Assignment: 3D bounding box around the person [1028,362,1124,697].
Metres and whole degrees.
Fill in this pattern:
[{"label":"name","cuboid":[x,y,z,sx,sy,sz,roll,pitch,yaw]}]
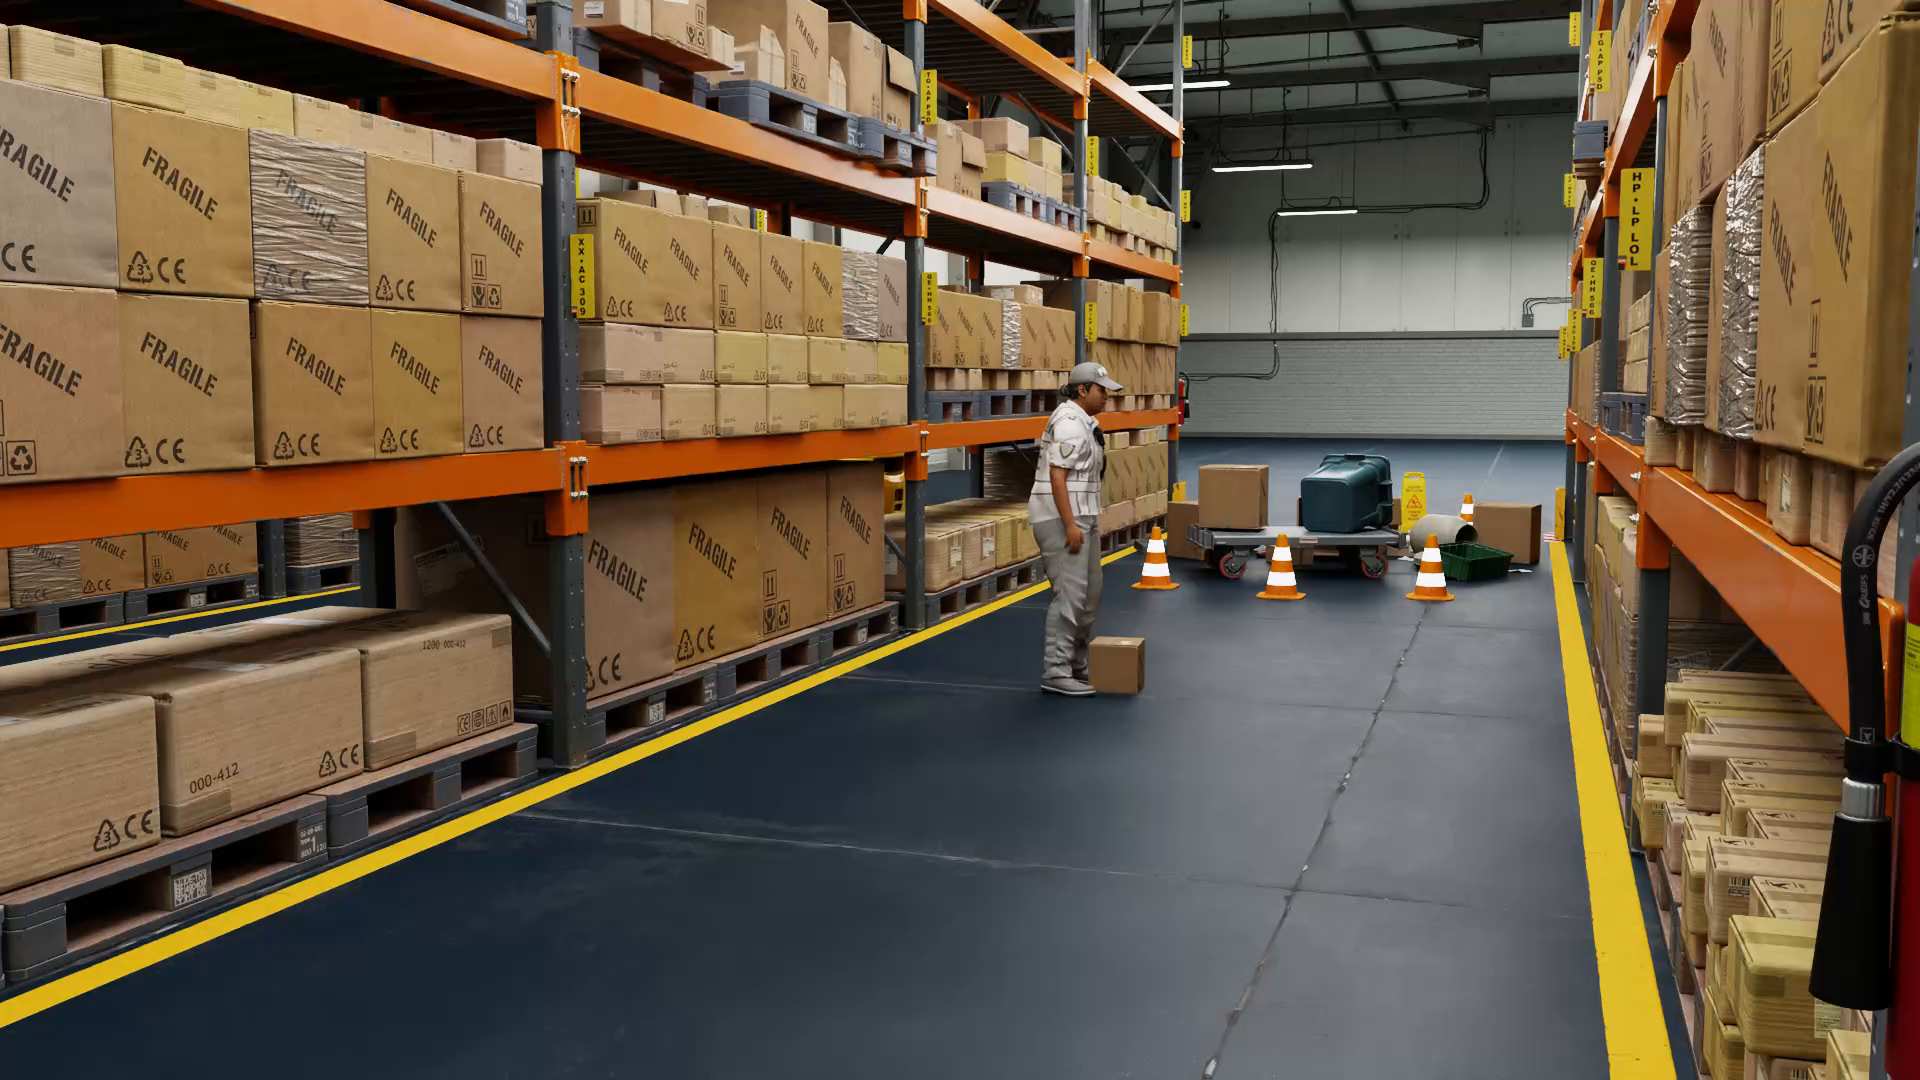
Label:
[{"label":"person","cuboid":[0.592,-0.073,8.487,0.463,1.667,0.563,2,6,16]}]
